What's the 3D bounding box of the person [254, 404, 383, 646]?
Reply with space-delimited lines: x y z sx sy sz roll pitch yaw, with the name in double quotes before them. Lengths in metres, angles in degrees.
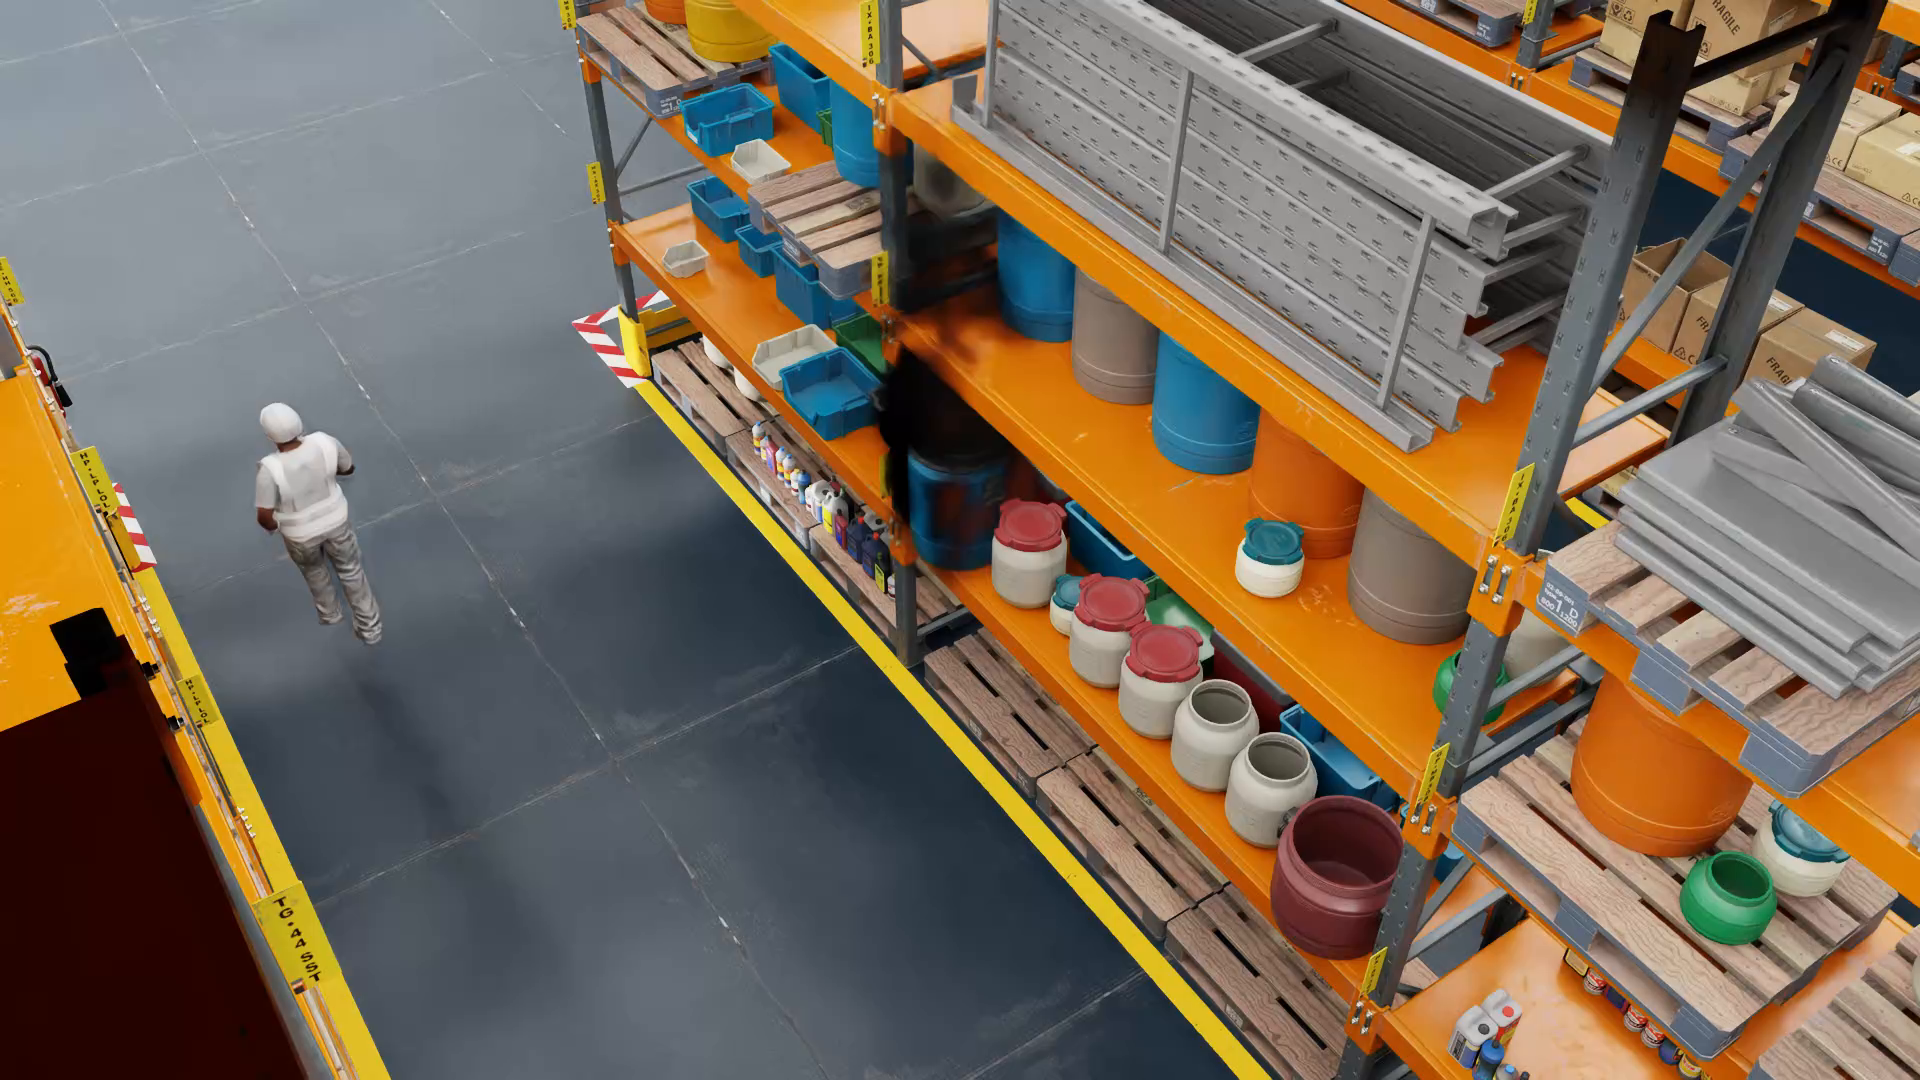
"person" -3.928 -0.084 10.131 0.657 1.892 0.707 -26 49 -26
